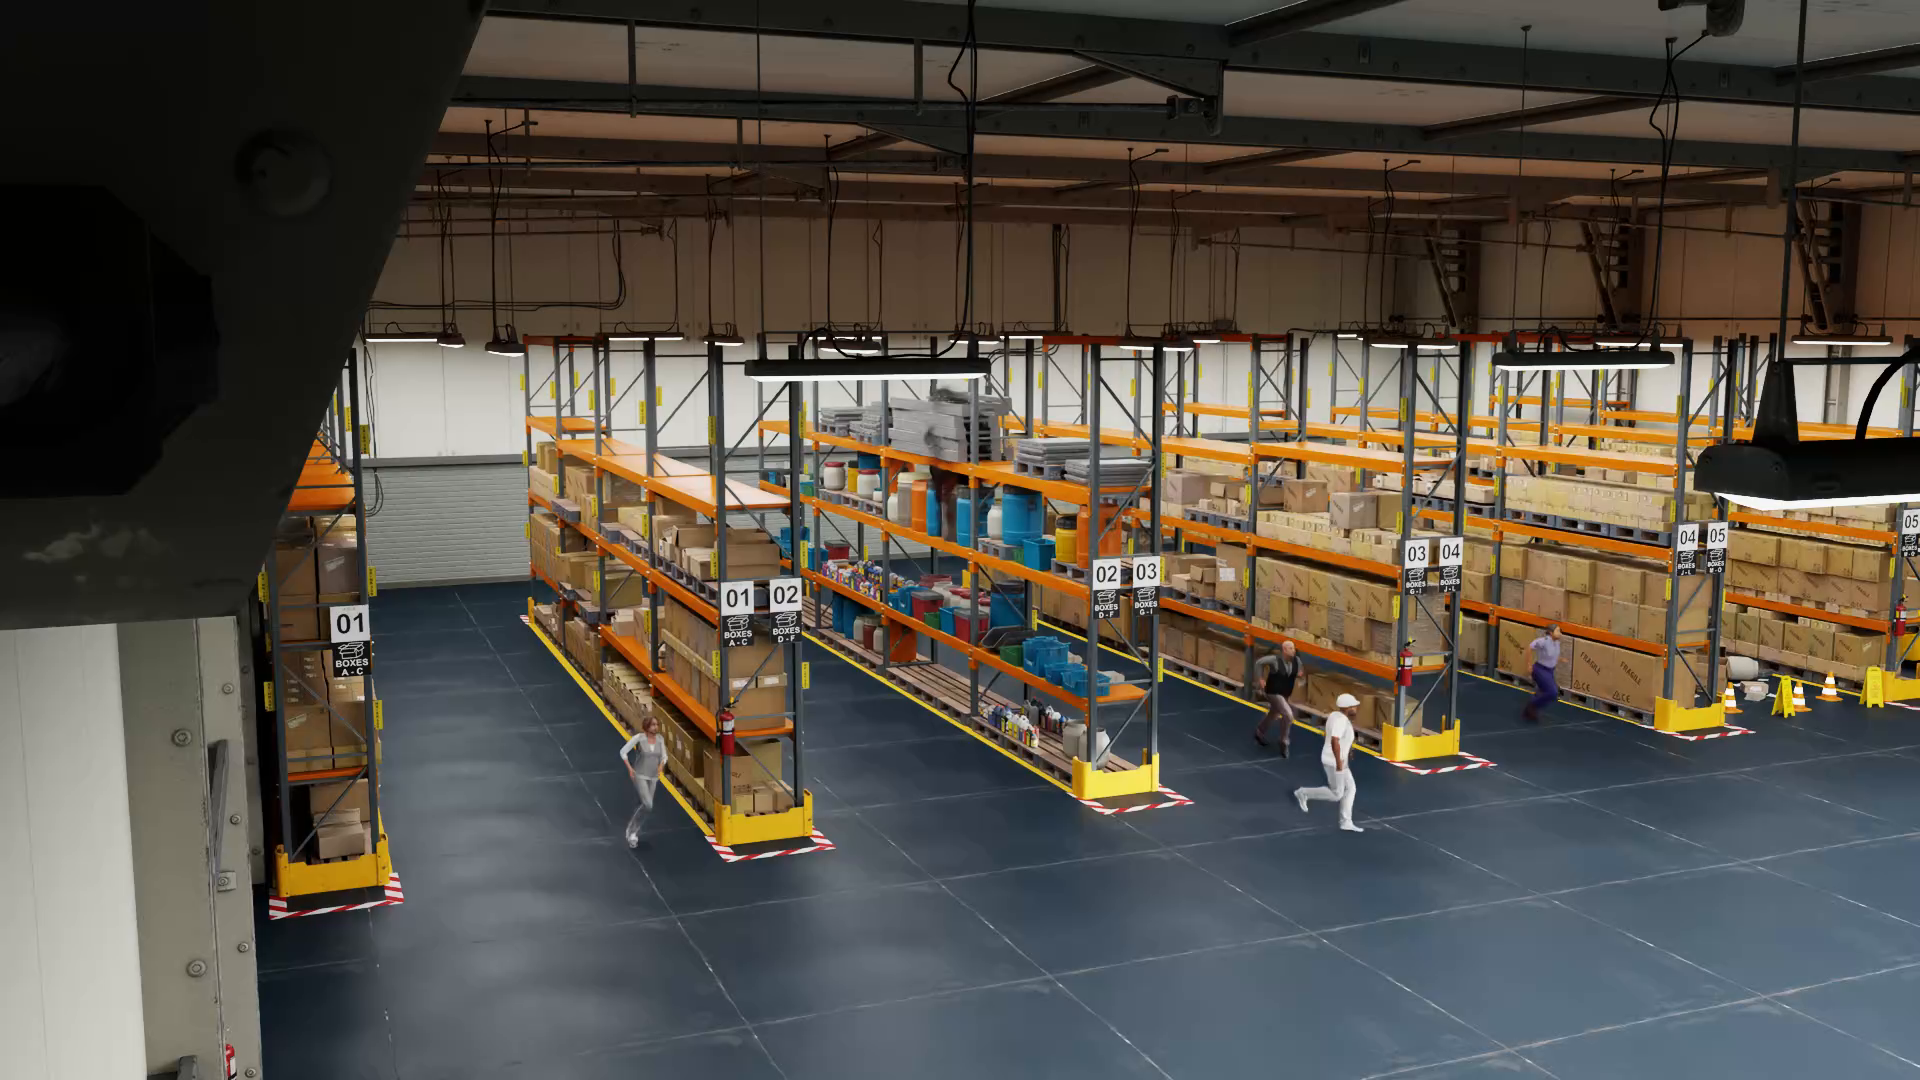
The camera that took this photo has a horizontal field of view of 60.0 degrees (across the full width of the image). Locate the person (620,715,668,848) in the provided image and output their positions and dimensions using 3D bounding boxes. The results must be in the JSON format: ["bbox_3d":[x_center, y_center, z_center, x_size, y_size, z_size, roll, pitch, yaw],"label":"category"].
[{"bbox_3d":[-3.787,2.896,20.077,0.557,1.567,0.590,-7,10,-42],"label":"person"}]

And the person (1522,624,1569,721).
[{"bbox_3d":[9.173,2.086,26.043,0.705,1.552,0.564,7,10,42],"label":"person"}]

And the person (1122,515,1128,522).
[{"bbox_3d":[3.840,0.210,40.013,0.643,1.618,0.509,2,8,12],"label":"person"}]

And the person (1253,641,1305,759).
[{"bbox_3d":[4.626,2.283,24.261,0.649,1.719,0.942,-5,9,-35],"label":"person"}]

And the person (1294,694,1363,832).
[{"bbox_3d":[4.600,2.766,20.659,0.856,1.741,0.714,1,8,10],"label":"person"}]
